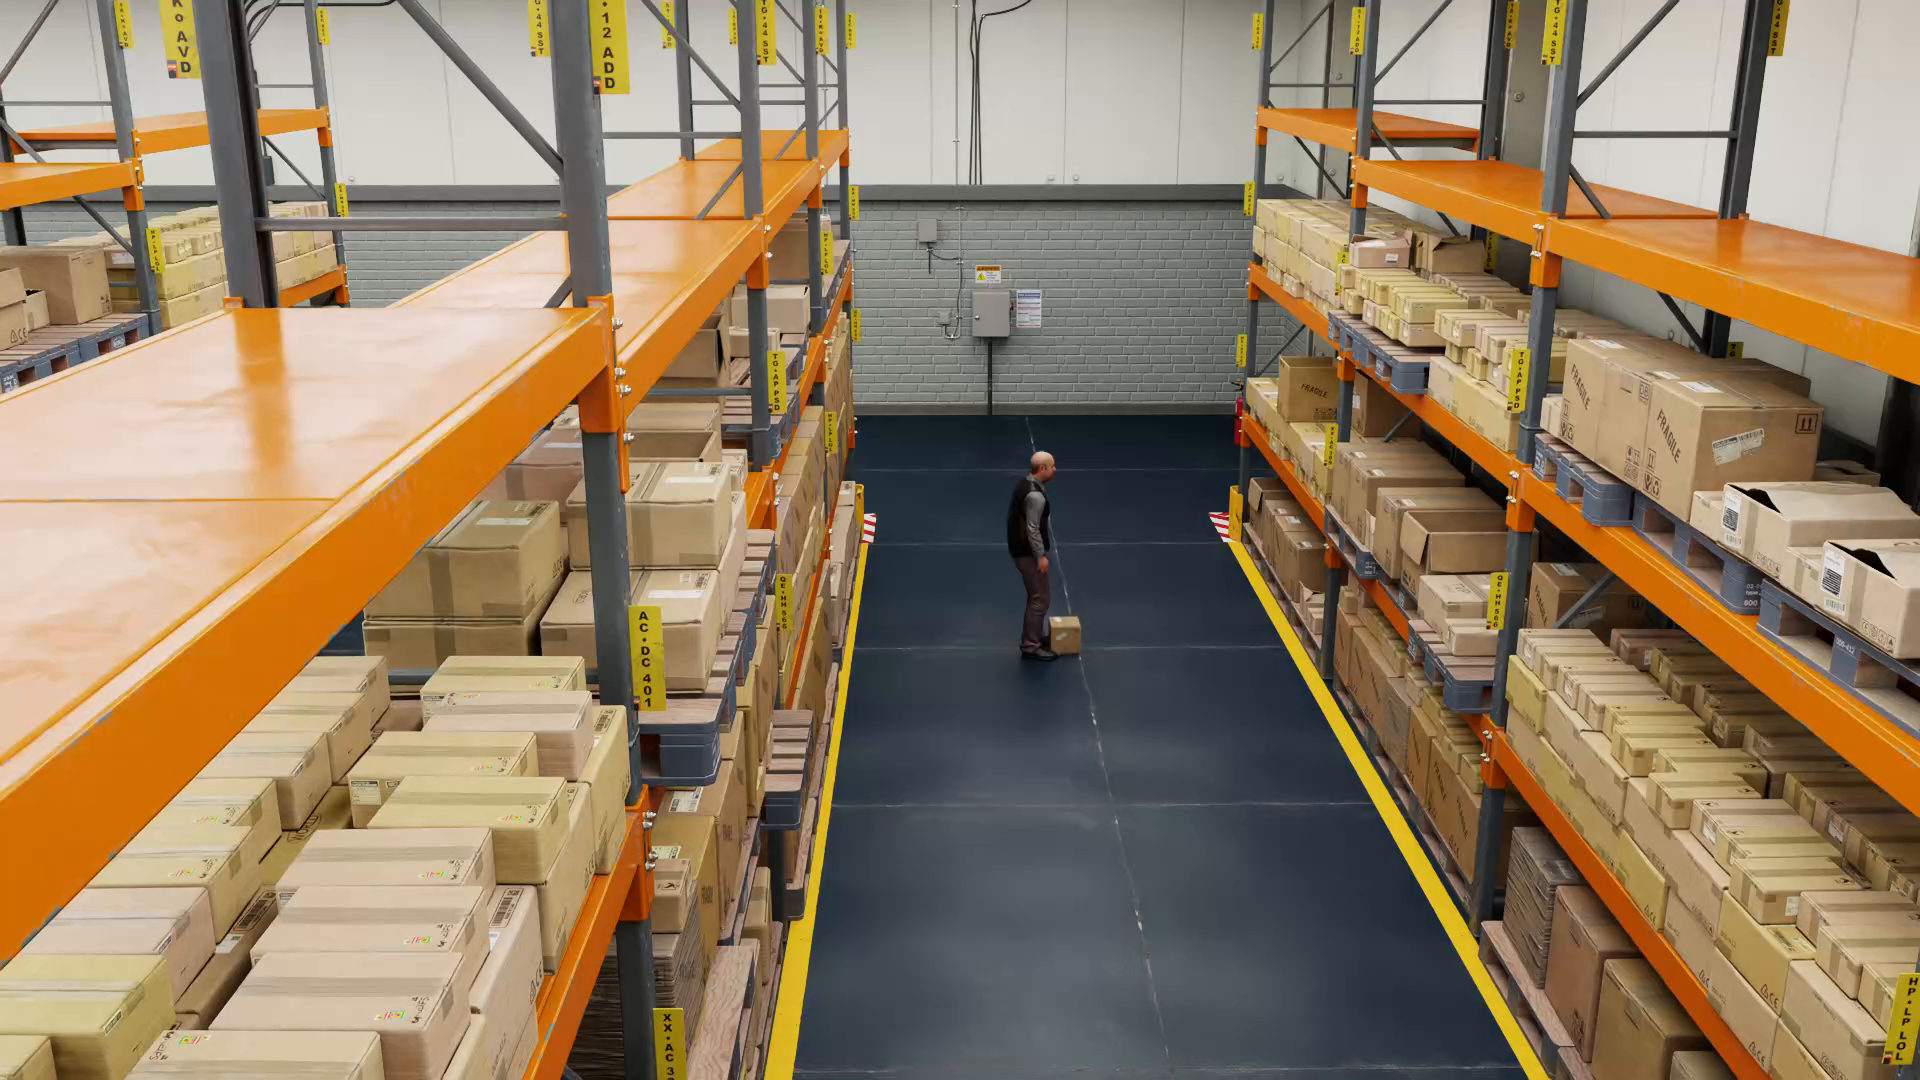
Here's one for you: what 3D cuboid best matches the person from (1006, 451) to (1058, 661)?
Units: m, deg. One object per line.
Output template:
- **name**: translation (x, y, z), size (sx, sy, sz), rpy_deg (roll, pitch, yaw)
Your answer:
- **person**: translation (0.622, 0.107, 13.815), size (0.474, 1.720, 0.572), rpy_deg (-1, 17, -3)
